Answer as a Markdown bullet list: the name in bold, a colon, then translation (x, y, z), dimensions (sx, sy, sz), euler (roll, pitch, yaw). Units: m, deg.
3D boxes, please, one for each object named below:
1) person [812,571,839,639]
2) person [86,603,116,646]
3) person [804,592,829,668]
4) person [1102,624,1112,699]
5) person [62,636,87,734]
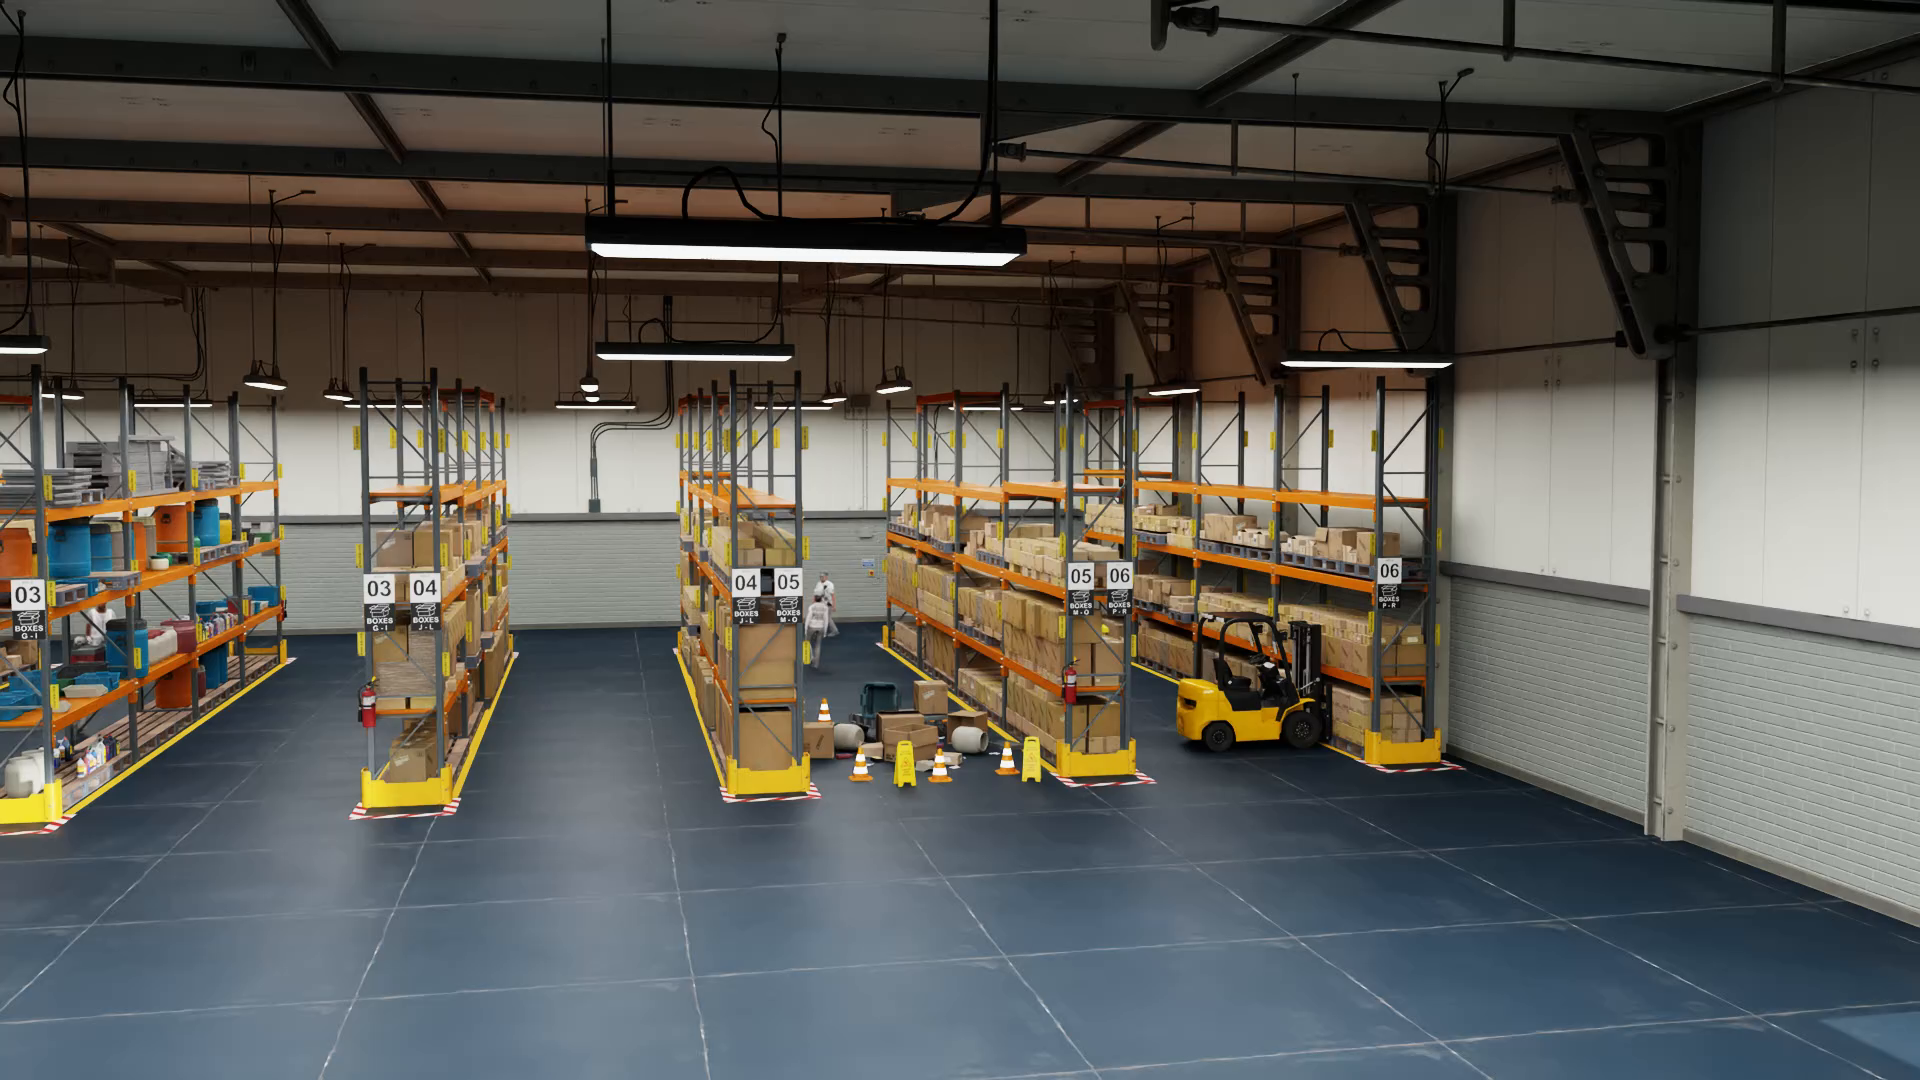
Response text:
- **person**: translation (-3.469, 1.637, 42.062), dimensions (1.013, 1.723, 0.551), euler (-3, 5, -41)
- **person**: translation (-17.893, 2.041, 34.714), dimensions (0.650, 1.741, 0.982), euler (-2, 4, -25)
- **person**: translation (-3.184, 1.980, 36.652), dimensions (0.579, 1.675, 0.408), euler (-1, 4, -14)
- **person**: translation (2.596, 2.376, 30.287), dimensions (0.692, 1.662, 0.771), euler (-1, 3, -10)
- **person**: translation (-15.063, 2.477, 28.393), dimensions (0.538, 1.663, 0.445), euler (-2, 4, -32)
